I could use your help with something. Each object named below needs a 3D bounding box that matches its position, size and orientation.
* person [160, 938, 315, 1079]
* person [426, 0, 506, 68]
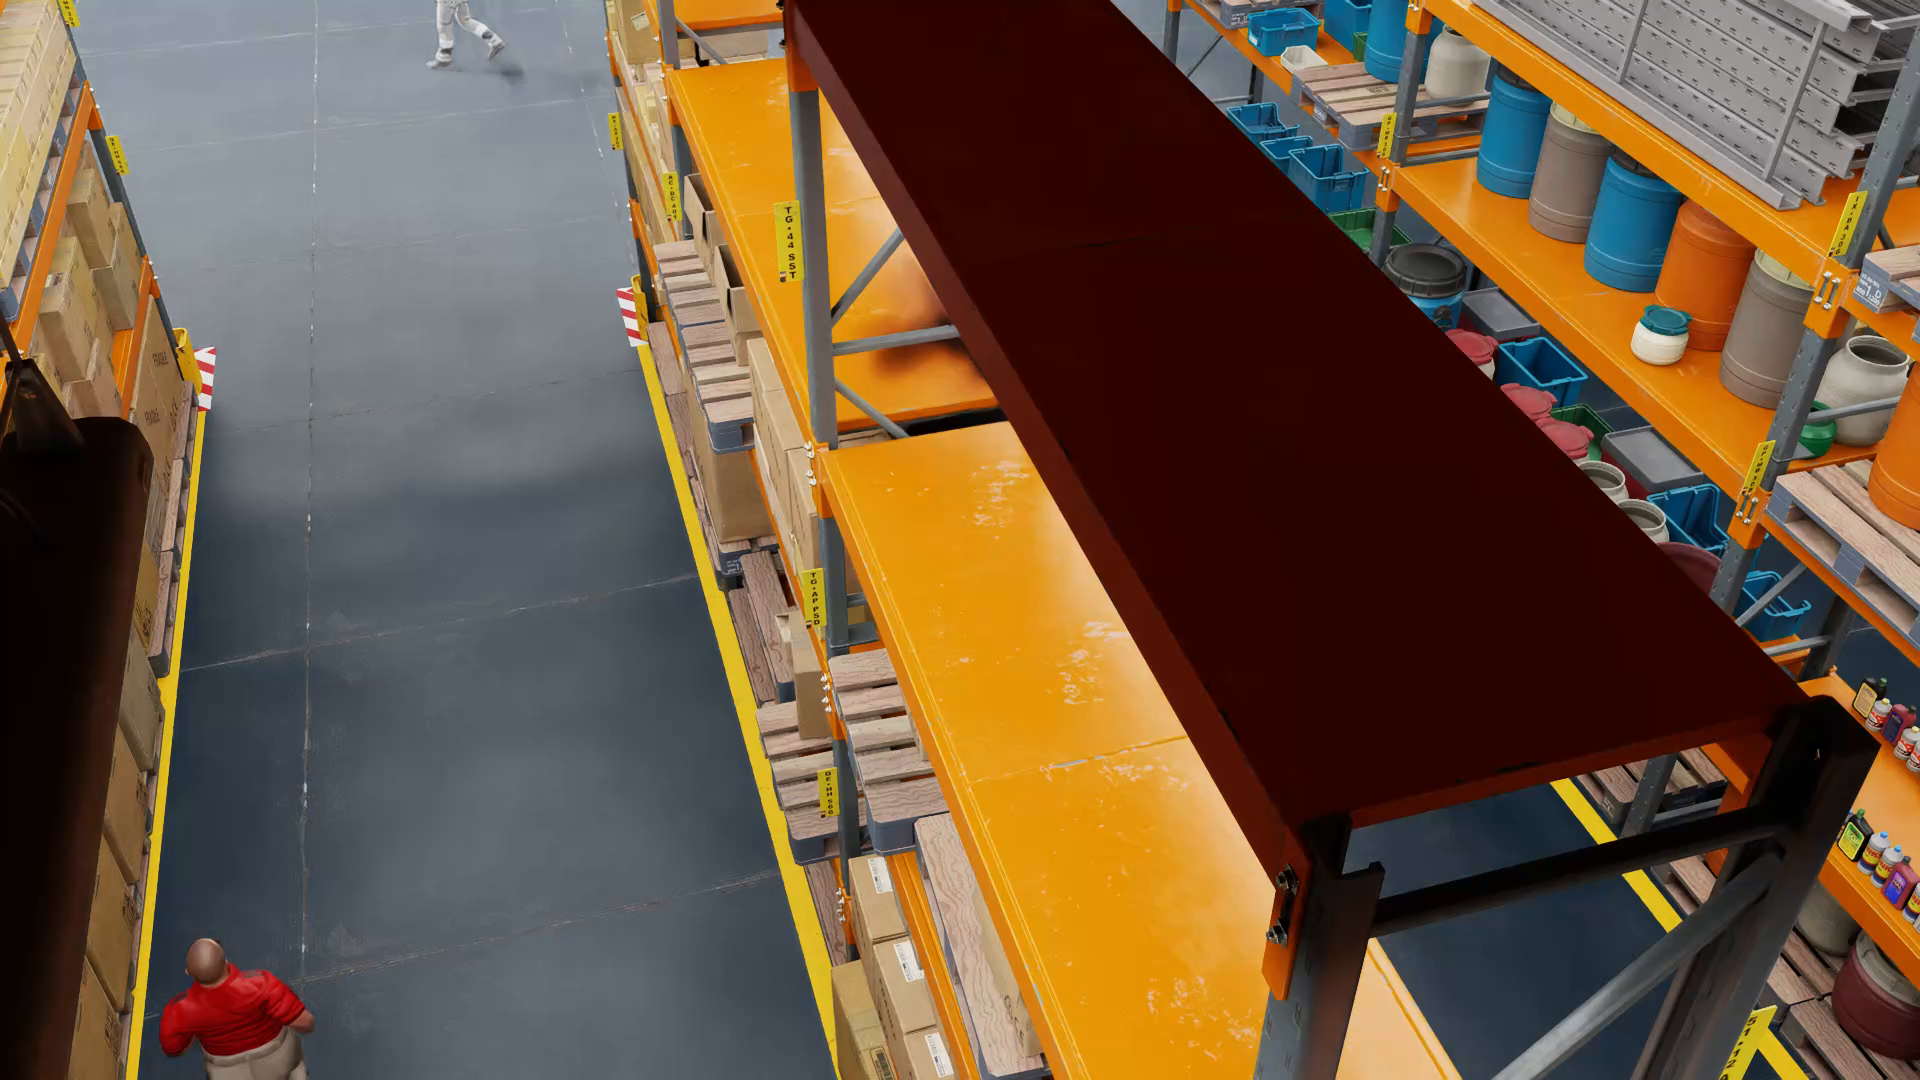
[{"bbox_3d":[-3.383,2.422,7.952,0.658,1.691,0.557,-16,41,-19],"label":"person"},{"bbox_3d":[-5.912,-6.394,19.421,0.987,1.786,0.656,3,38,3],"label":"person"}]
